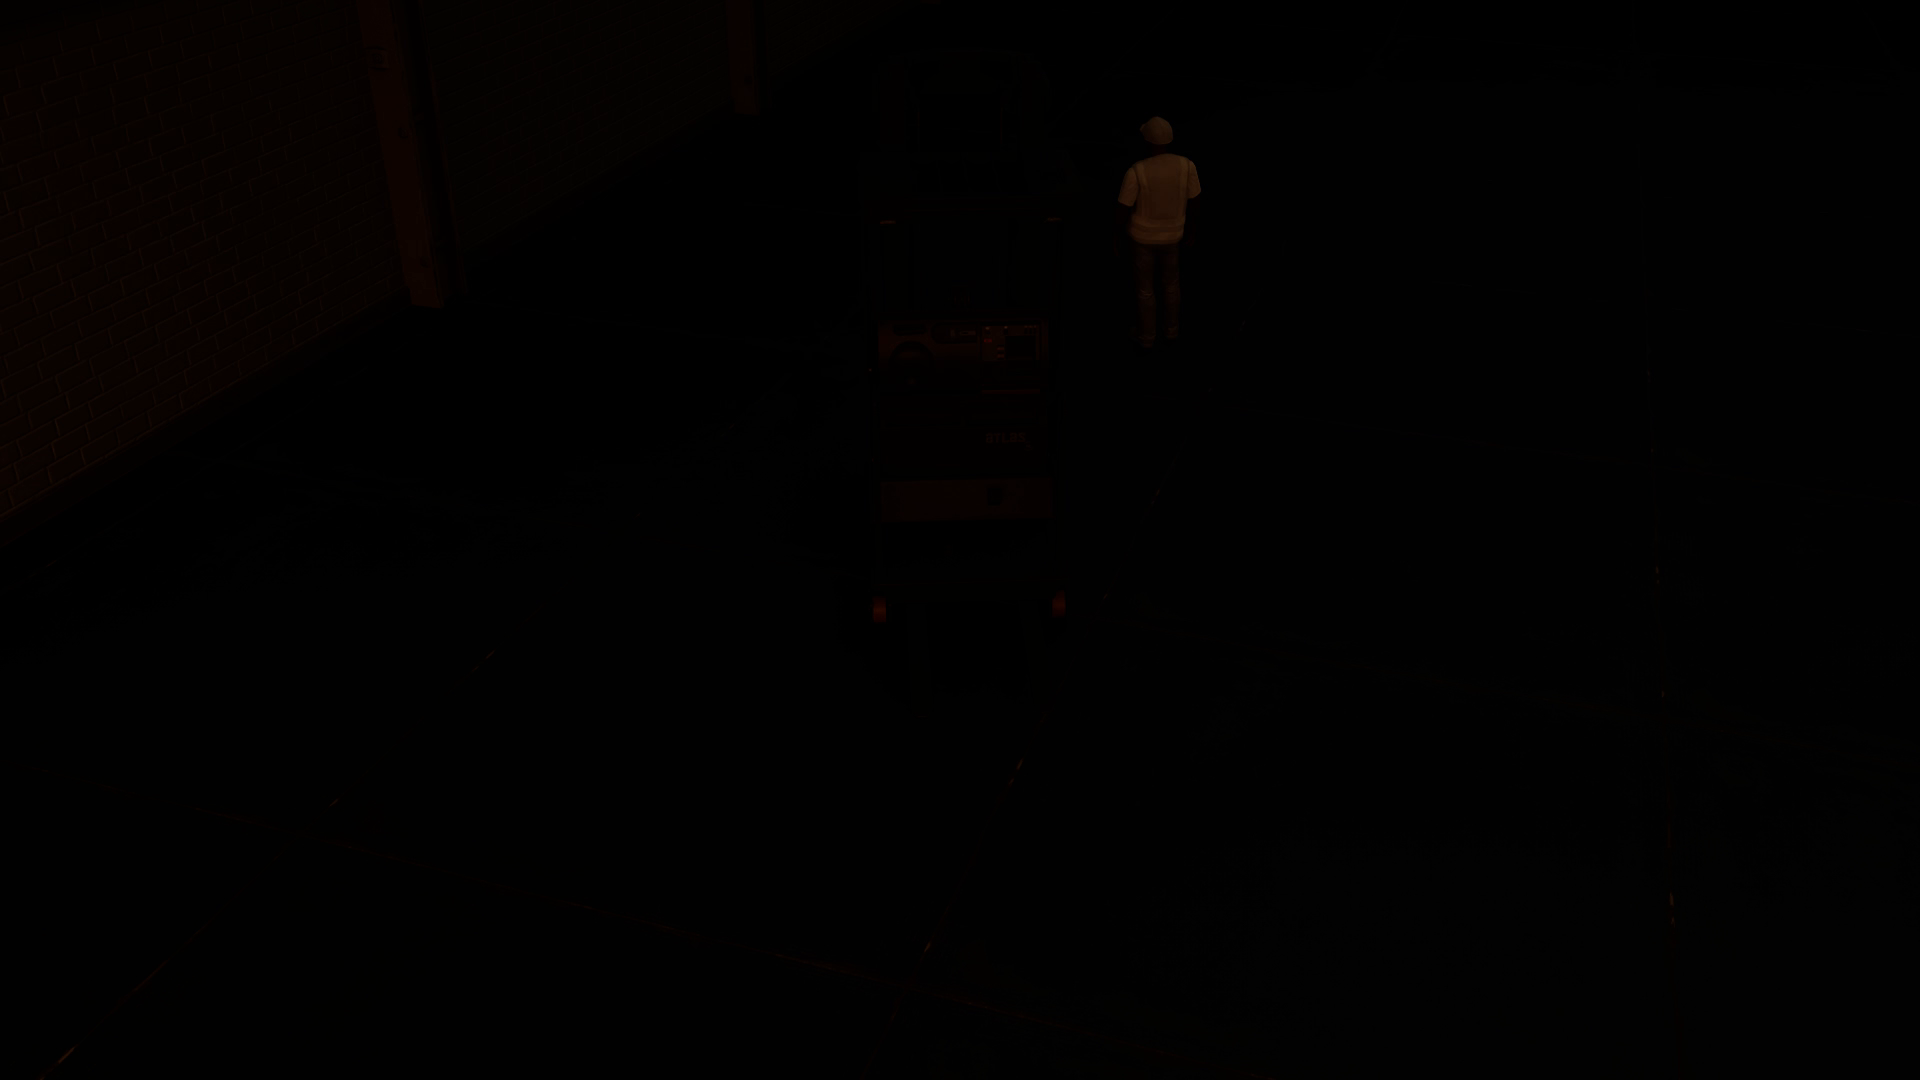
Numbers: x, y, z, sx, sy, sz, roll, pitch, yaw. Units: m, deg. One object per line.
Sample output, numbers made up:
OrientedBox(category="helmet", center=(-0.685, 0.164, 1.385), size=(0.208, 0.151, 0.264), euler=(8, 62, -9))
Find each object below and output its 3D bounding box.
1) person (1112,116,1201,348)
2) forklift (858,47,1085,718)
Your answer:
OrientedBox(category="person", center=(1.422, -2.290, 12.316), size=(0.665, 1.768, 0.574), euler=(-6, 30, -10))
OrientedBox(category="forklift", center=(0.035, -0.972, 8.842), size=(1.130, 2.935, 3.031), euler=(-2, 30, -3))
